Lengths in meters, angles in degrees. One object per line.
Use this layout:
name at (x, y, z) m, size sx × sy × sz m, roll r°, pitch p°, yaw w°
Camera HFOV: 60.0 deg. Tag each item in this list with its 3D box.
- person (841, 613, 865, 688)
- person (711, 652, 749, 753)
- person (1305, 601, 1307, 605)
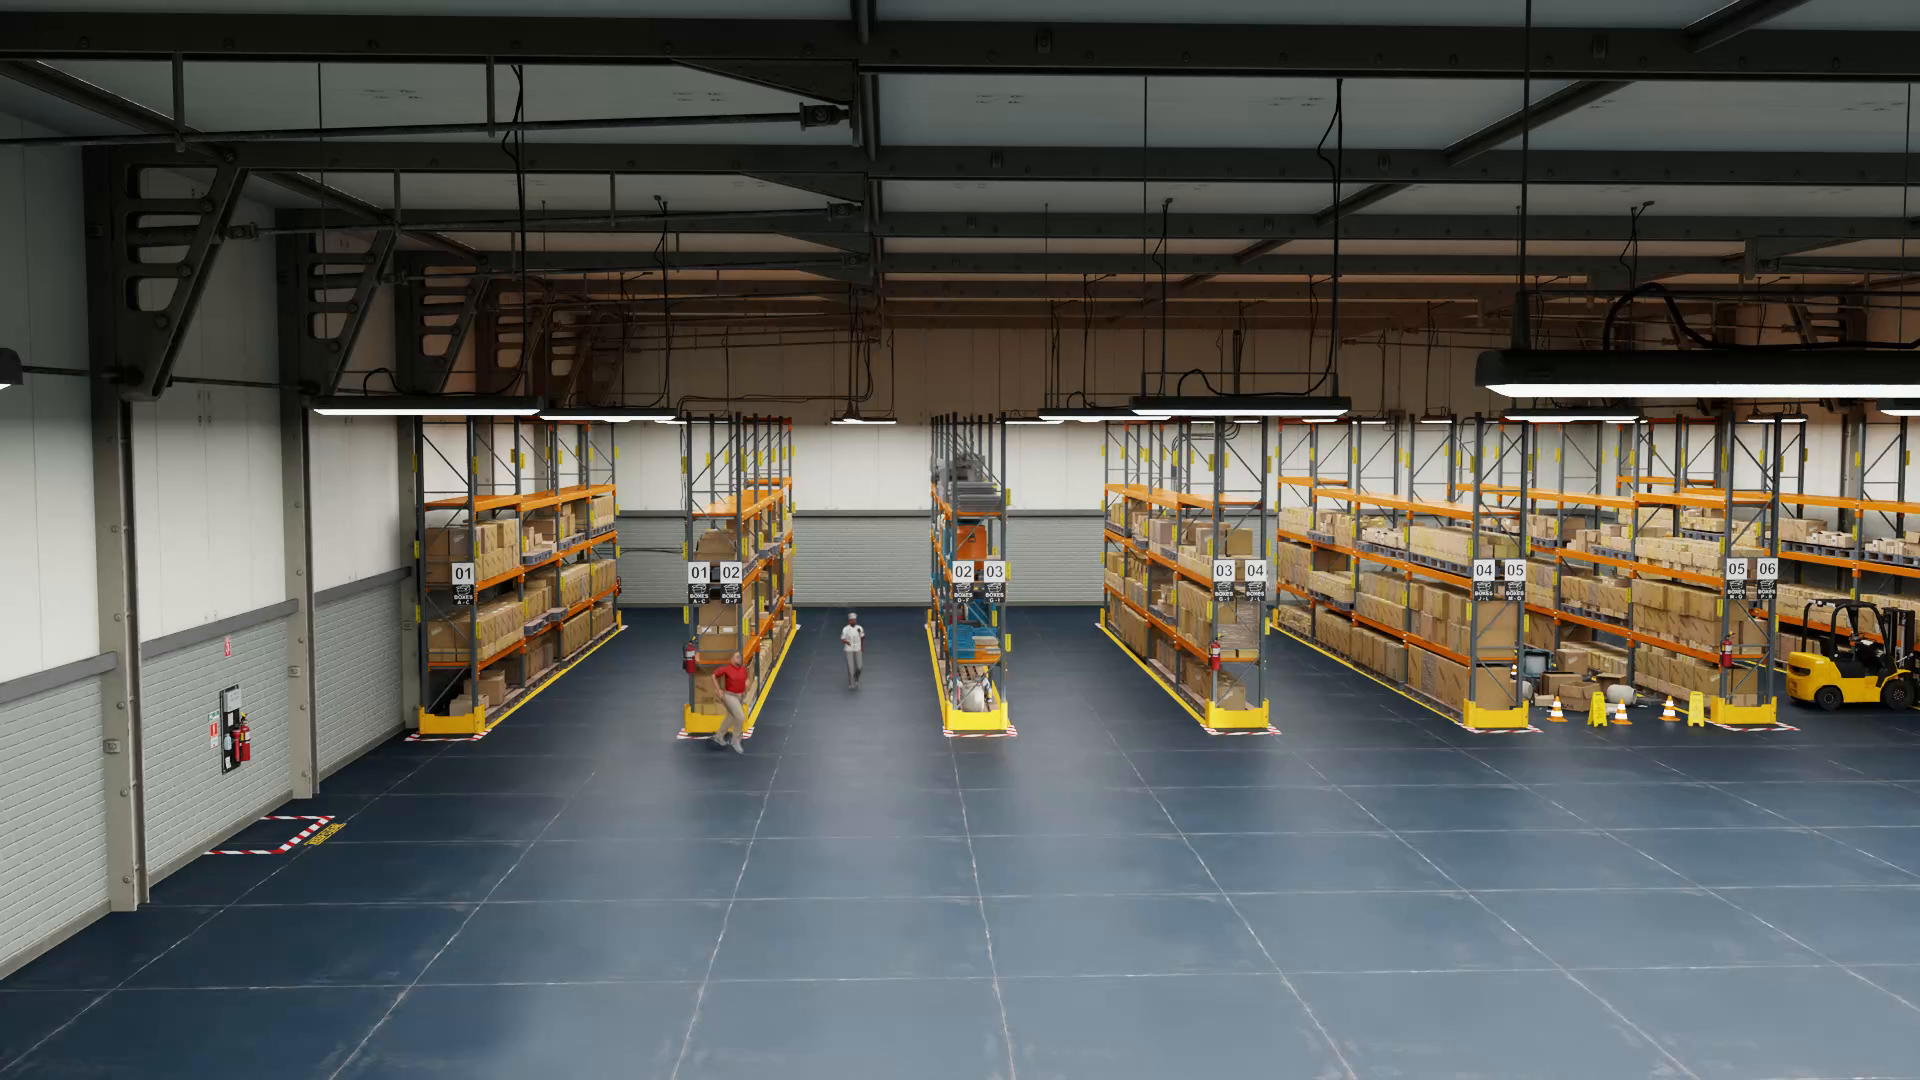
person at (-2.302, 2.421, 36.169) m, size 0.563 × 1.663 × 0.572 m, roll -1°, pitch 4°, yaw -12°
person at (-4.044, 2.859, 29.525) m, size 0.735 × 1.765 × 0.648 m, roll 2°, pitch 4°, yaw 28°
person at (10.310, 1.581, 48.747) m, size 0.548 × 1.627 × 0.554 m, roll 0°, pitch 4°, yaw -7°
